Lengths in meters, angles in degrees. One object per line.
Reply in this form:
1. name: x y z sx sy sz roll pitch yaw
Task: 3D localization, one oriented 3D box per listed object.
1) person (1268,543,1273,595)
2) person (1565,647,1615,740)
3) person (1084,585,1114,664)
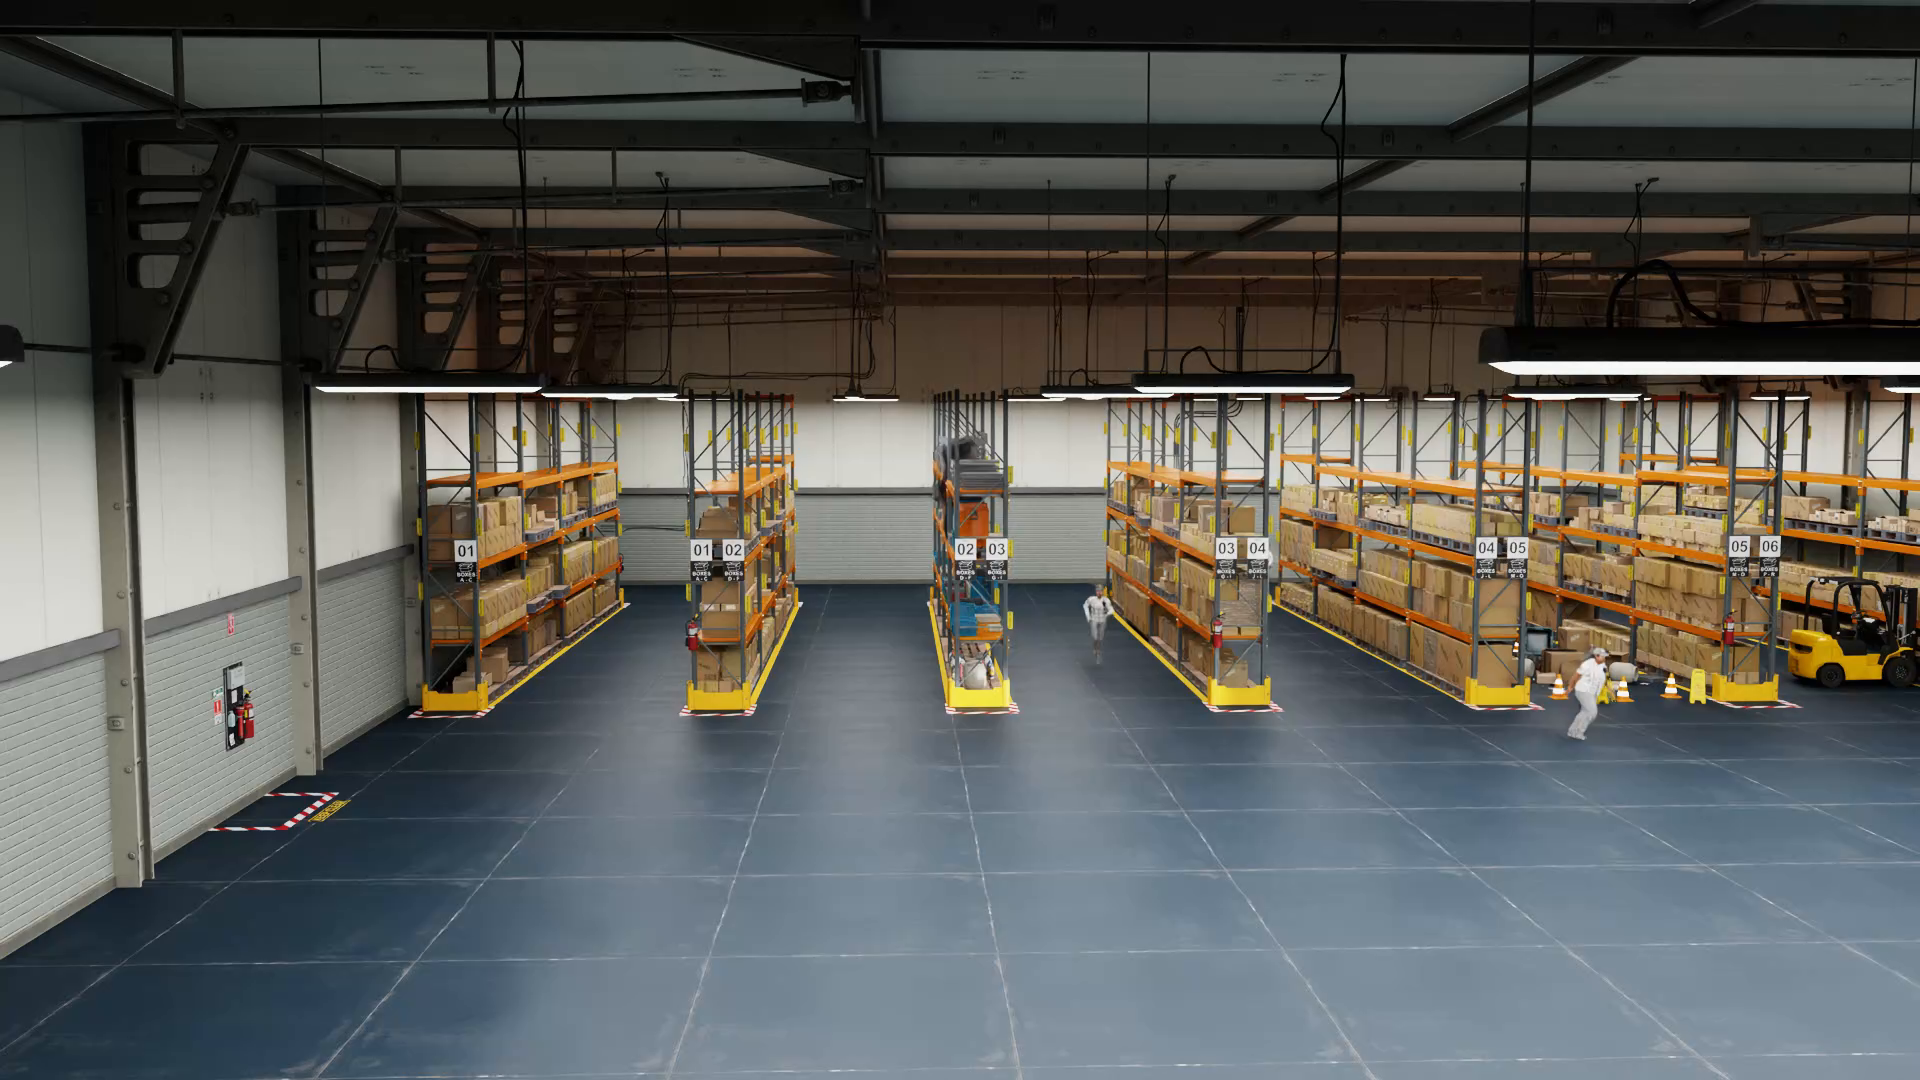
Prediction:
1. person: 8.956 0.874 49.112 0.584 1.685 0.660 3 6 34
2. person: 10.730 2.611 28.274 0.561 1.607 0.742 -3 6 -32
3. person: 2.961 1.779 35.371 0.630 1.709 0.738 0 5 -2
